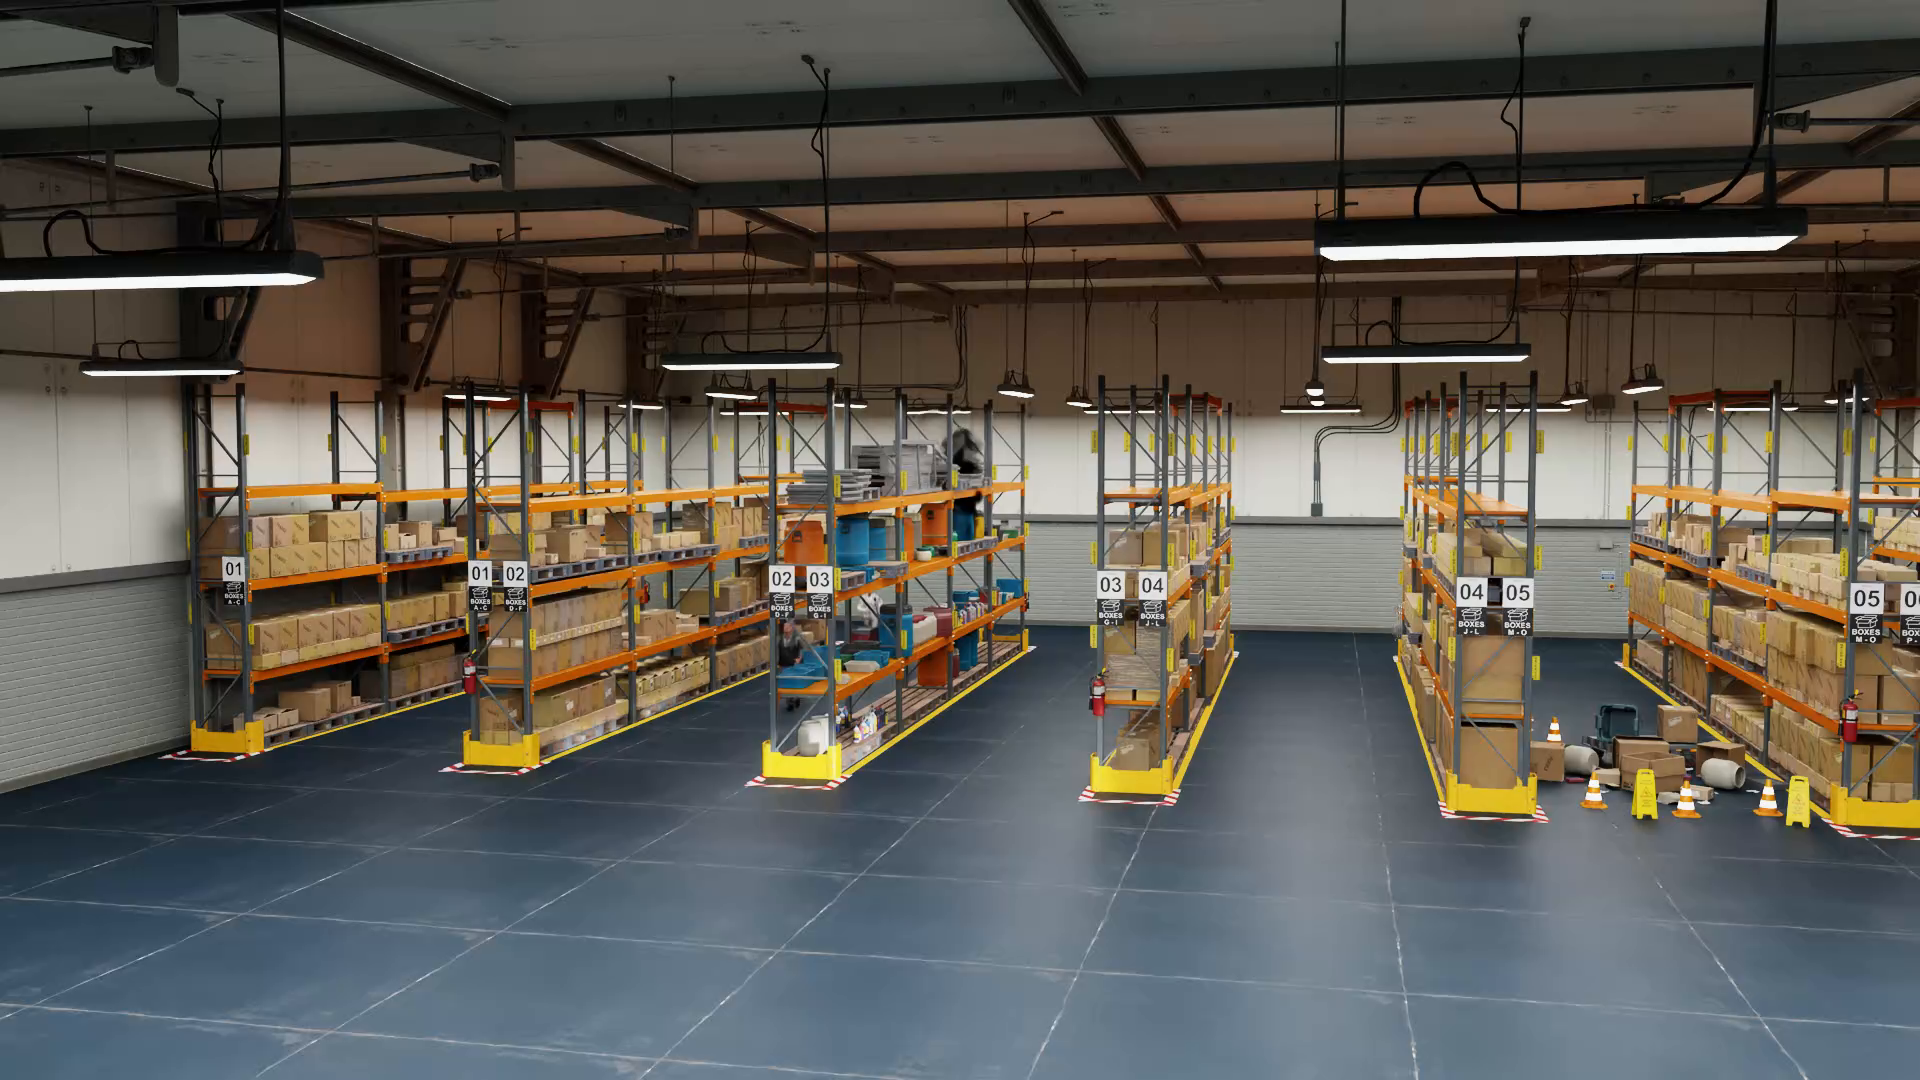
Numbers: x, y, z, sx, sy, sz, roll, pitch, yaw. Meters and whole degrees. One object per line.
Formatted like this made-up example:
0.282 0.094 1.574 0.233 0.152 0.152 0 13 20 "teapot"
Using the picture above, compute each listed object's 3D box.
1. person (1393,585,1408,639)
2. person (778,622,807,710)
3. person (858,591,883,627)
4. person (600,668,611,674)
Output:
10.691 1.904 39.768 0.667 1.752 0.813 0 3 8 "person"
-3.224 2.370 31.193 0.635 1.676 0.564 1 3 11 "person"
-2.174 1.889 39.936 0.553 1.724 0.870 0 3 2 "person"
-7.458 2.206 34.660 0.579 1.695 0.701 0 3 1 "person"
